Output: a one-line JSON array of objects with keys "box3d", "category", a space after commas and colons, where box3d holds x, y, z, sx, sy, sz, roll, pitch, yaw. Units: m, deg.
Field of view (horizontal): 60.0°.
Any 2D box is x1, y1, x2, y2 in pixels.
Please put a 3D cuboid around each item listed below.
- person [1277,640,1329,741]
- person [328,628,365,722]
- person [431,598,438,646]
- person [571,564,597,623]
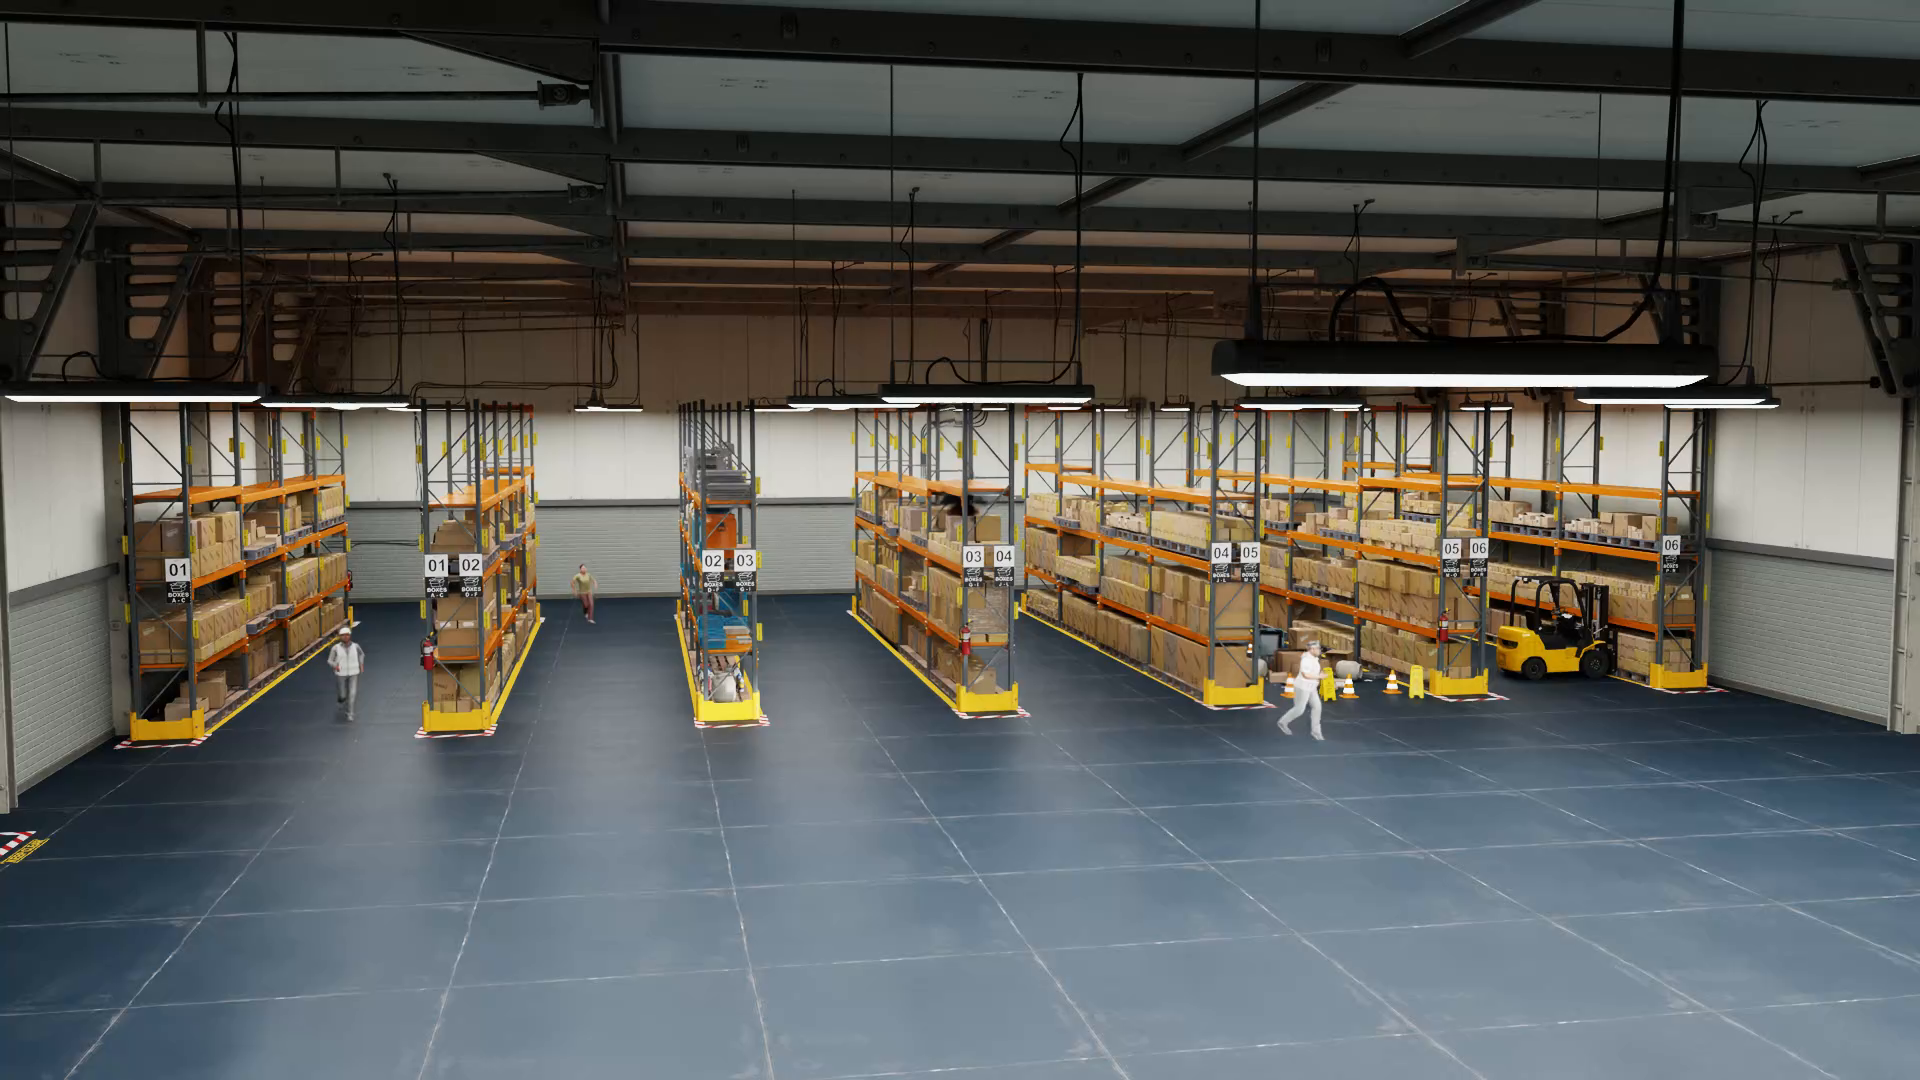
[{"box3d": [6.067, 2.661, 29.360, 0.952, 1.833, 0.677, 3, 5, 31], "category": "person"}, {"box3d": [-11.477, 2.514, 31.164, 0.676, 1.747, 0.905, -2, 5, -27], "category": "person"}, {"box3d": [-12.858, 1.769, 41.153, 0.638, 1.784, 0.781, -1, 5, -17], "category": "person"}, {"box3d": [-10.357, 1.477, 45.809, 0.684, 1.636, 0.579, -2, 5, -29], "category": "person"}]
